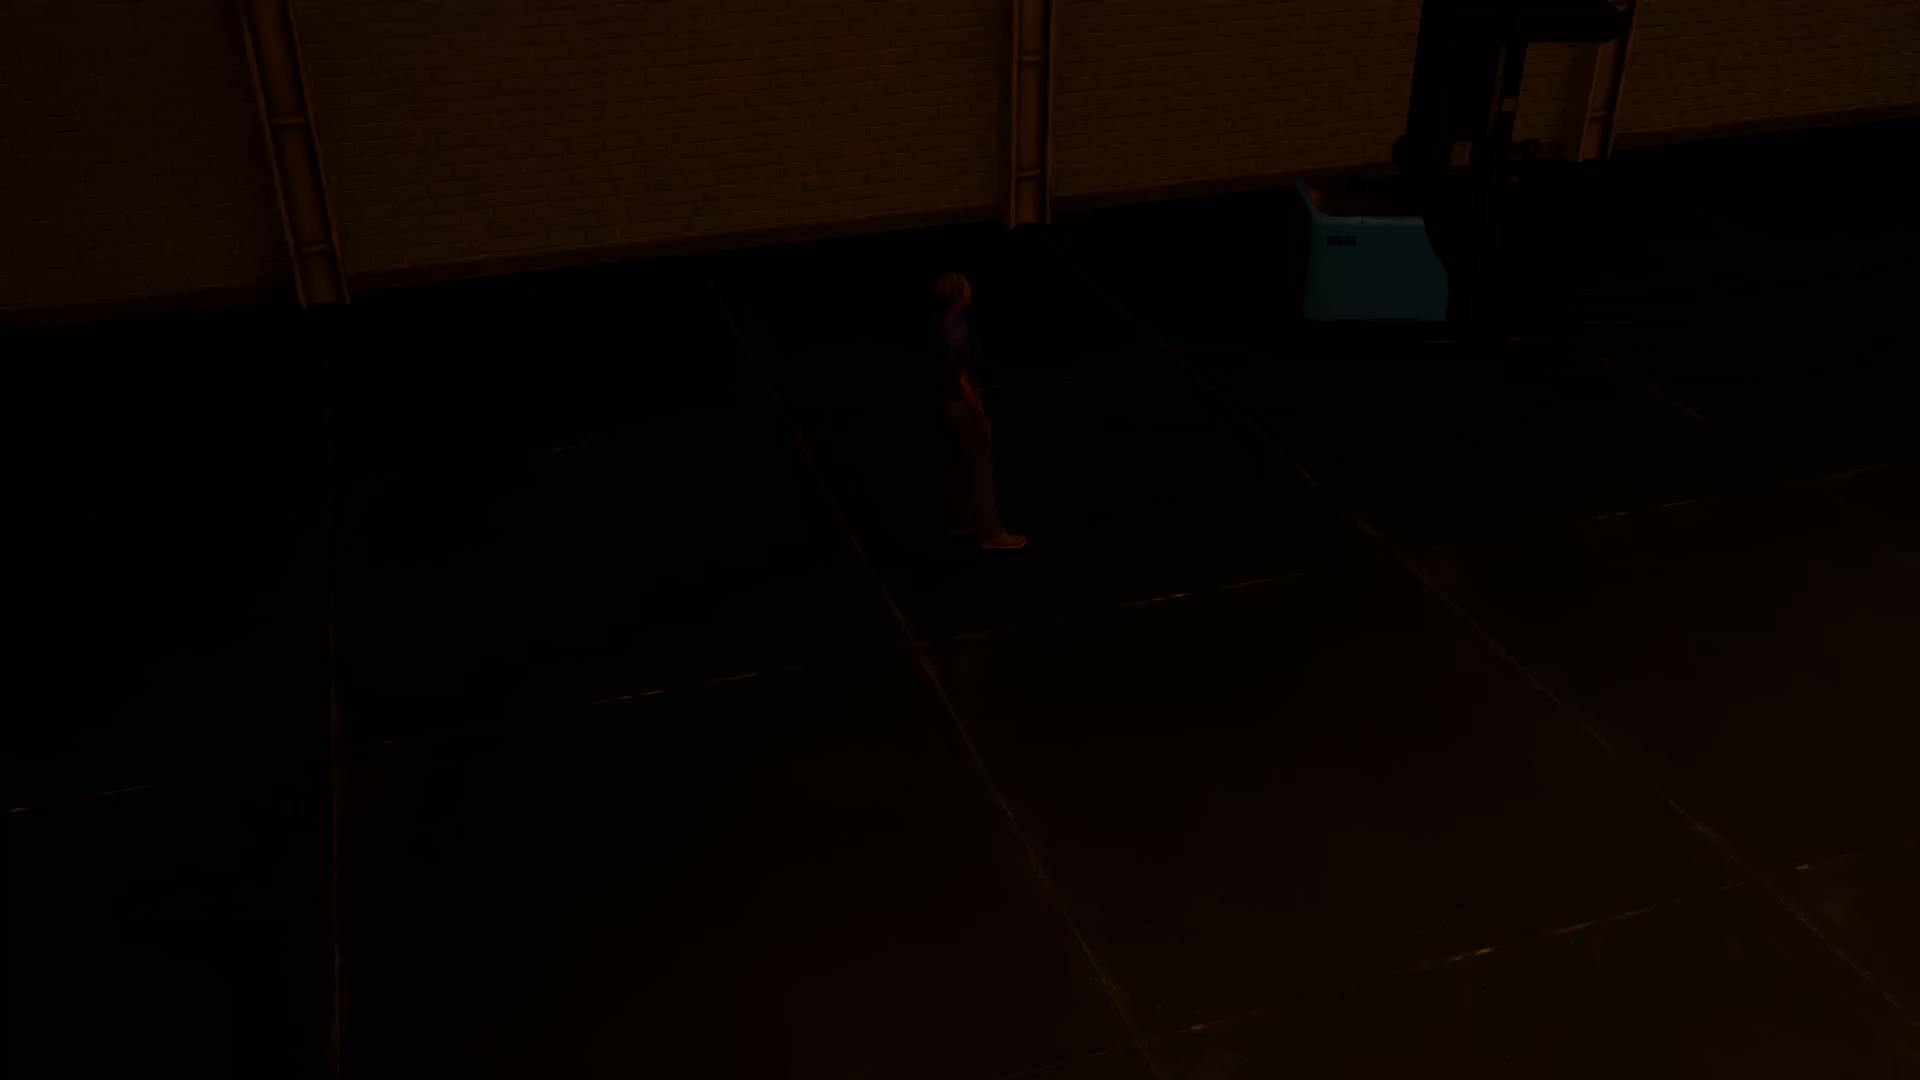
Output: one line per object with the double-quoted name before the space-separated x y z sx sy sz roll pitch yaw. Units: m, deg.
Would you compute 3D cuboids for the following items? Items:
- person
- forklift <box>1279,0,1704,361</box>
"person" 0.089 -0.757 9.601 0.504 1.642 0.570 -10 31 -16
"forklift" 4.030 -2.868 12.071 3.031 2.935 1.130 1 30 1
